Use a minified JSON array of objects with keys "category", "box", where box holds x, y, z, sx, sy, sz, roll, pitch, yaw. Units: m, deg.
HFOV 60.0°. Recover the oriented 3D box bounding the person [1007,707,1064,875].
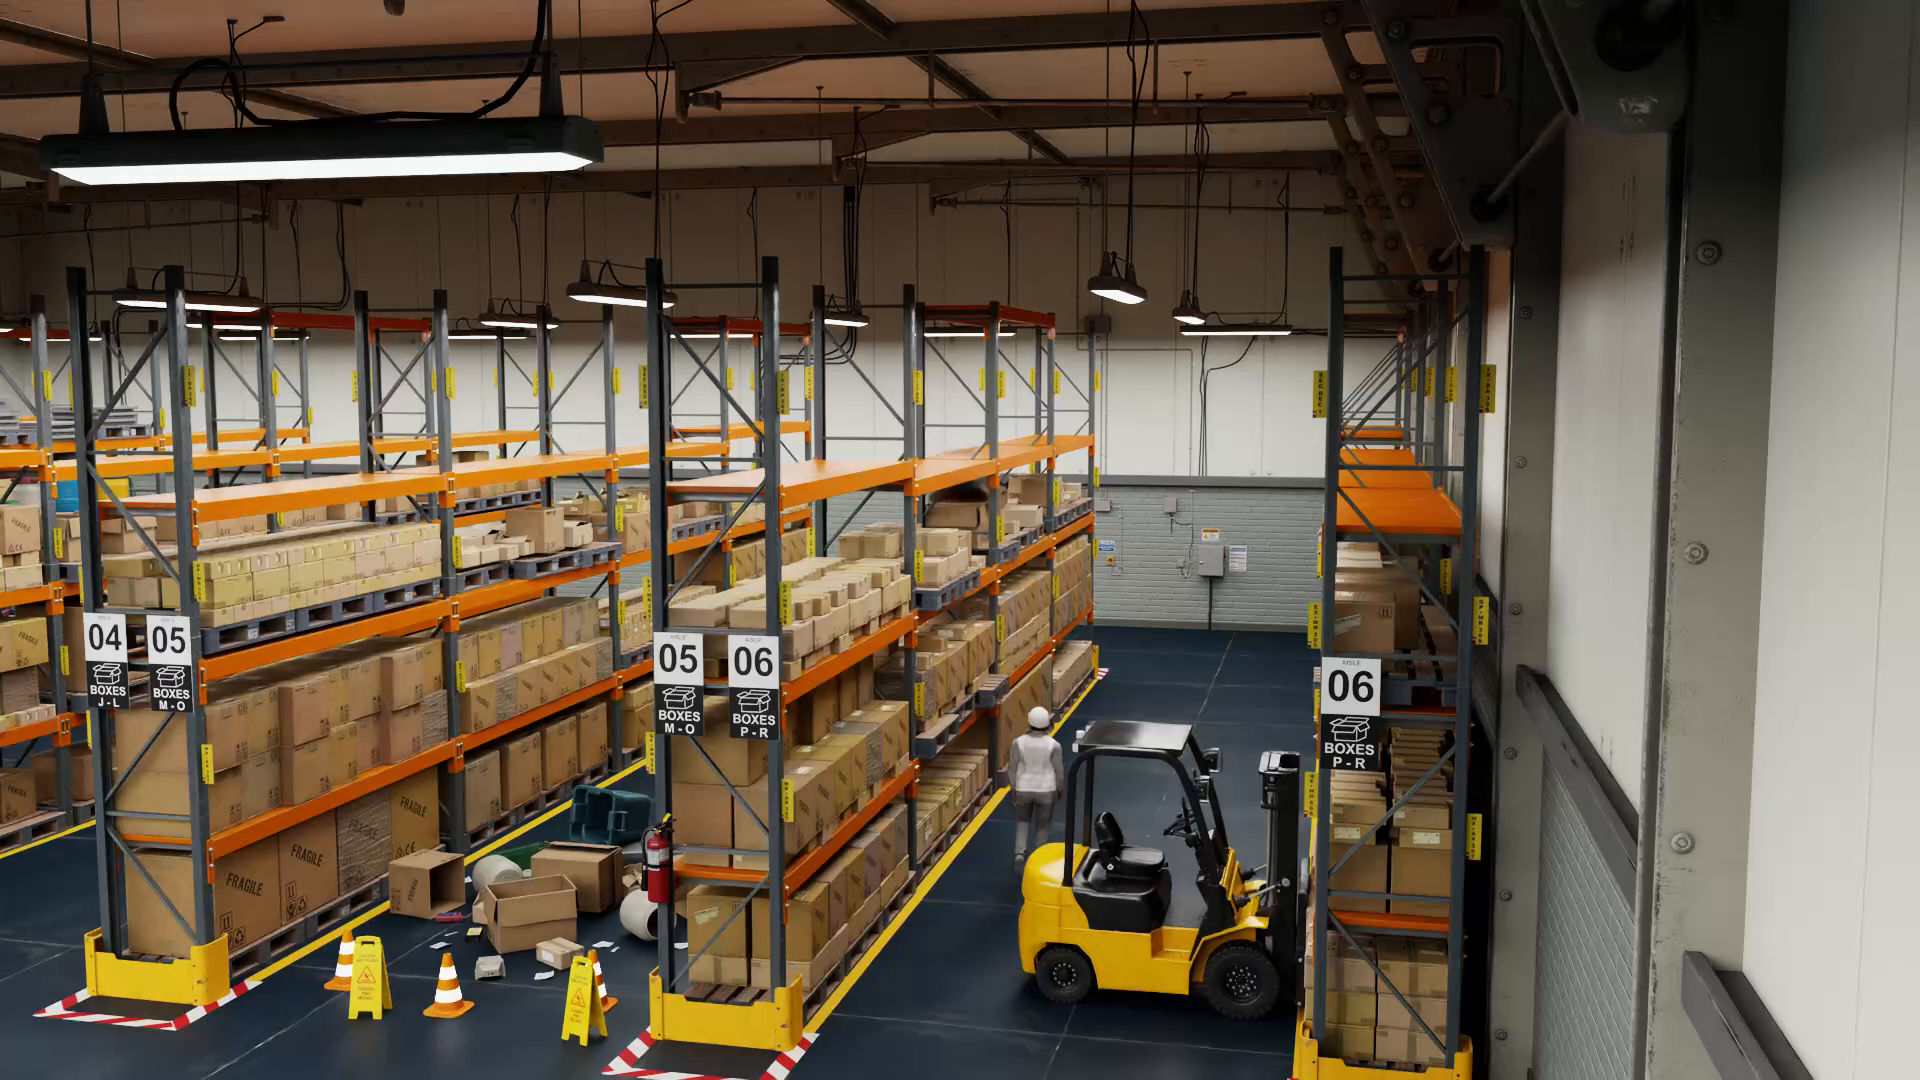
[{"category":"person","box":[0.781,2.555,16.961,0.550,1.760,0.493,2,6,16]}]
